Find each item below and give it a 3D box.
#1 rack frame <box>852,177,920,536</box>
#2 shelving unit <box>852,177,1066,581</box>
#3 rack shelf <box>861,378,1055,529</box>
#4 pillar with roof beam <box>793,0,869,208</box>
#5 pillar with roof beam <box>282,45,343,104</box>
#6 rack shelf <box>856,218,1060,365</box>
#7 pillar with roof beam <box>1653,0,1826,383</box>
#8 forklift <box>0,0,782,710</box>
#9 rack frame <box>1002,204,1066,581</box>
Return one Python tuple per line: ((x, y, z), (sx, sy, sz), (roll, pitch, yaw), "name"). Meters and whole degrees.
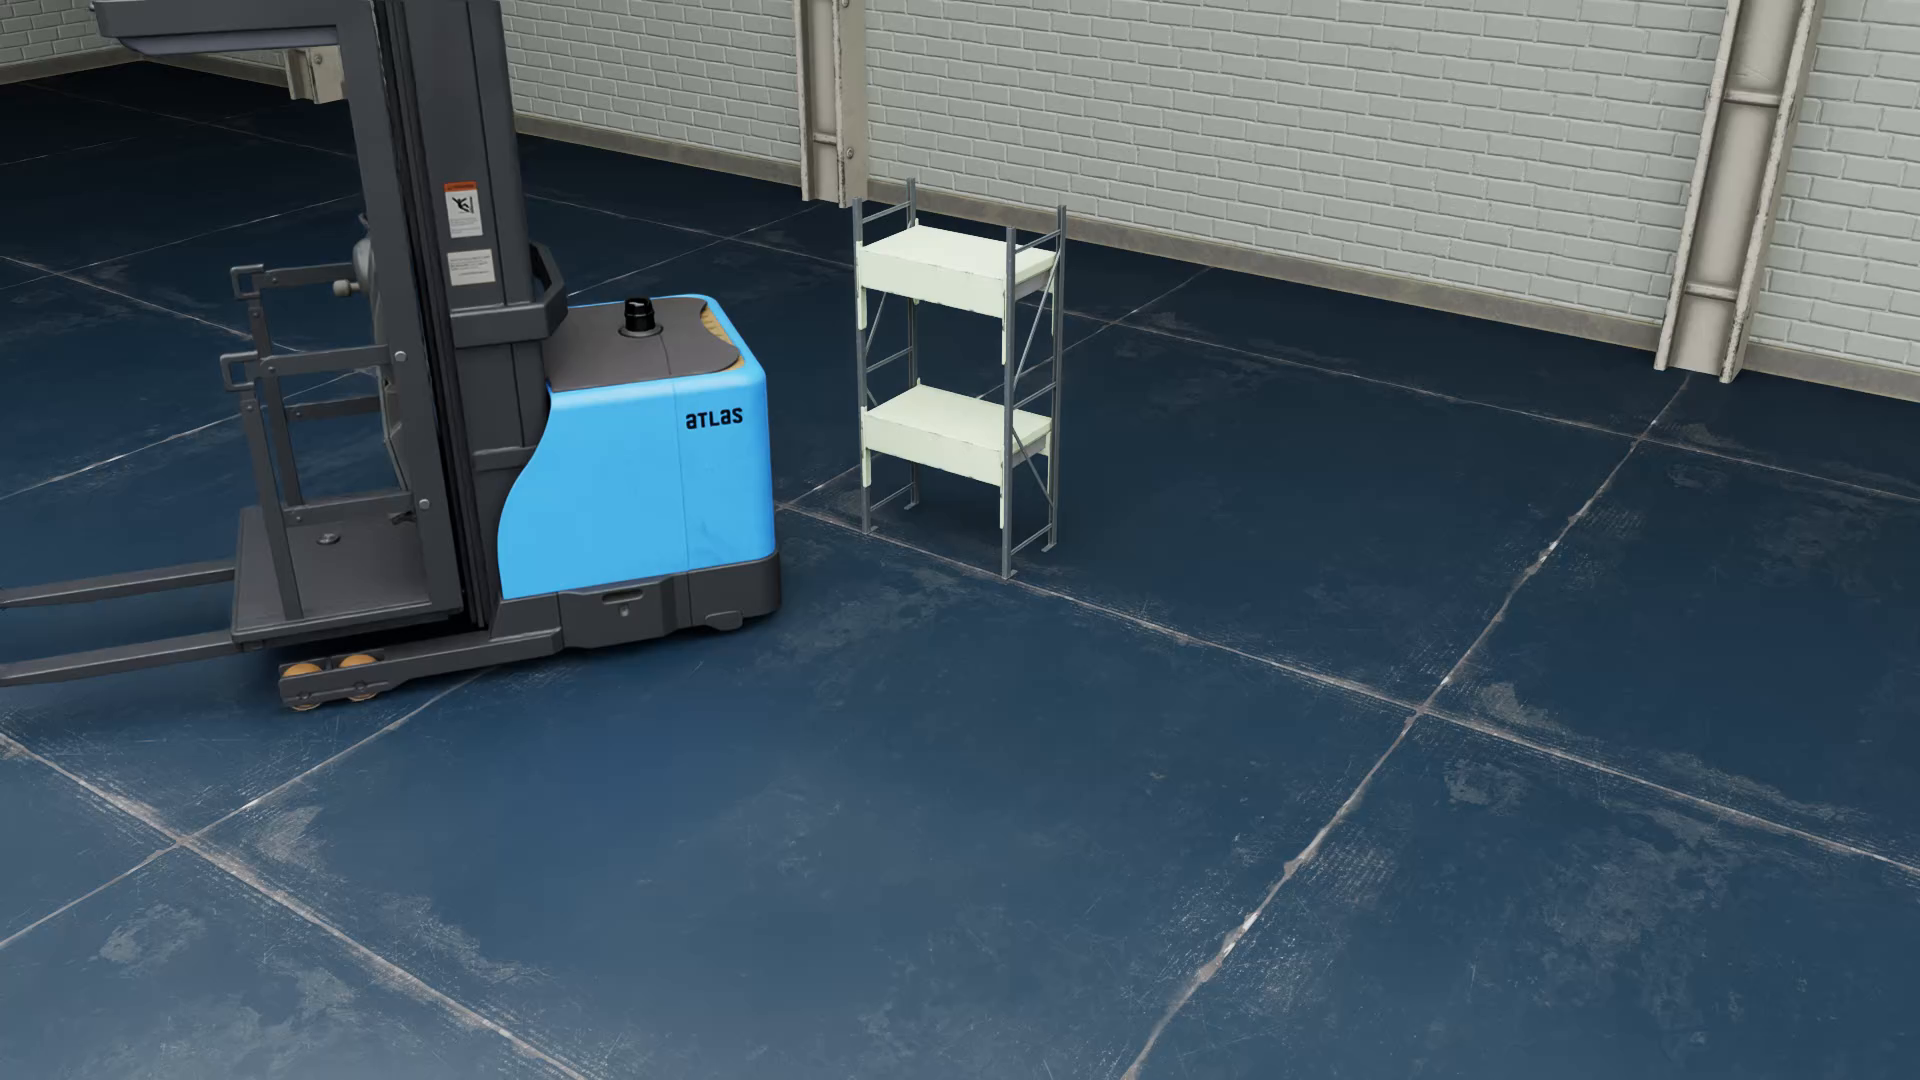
((-0.307, -0.764, 7.098), (0.023, 1.500, 0.400), (17, 32, 30), "rack frame")
((-0.006, -0.670, 6.913), (0.755, 1.500, 0.431), (17, 32, 30), "shelving unit")
((-0.006, -0.380, 7.061), (0.720, 0.370, 0.431), (17, 32, 30), "rack shelf")
((-3.342, -4.887, 6.931), (0.400, 9.000, 9.100), (17, 32, 30), "pillar with roof beam")
((-8.287, -6.427, 9.958), (0.400, 9.000, 9.100), (17, 32, 30), "pillar with roof beam")
((-0.006, -1.018, 6.736), (0.720, 0.370, 0.431), (17, 32, 30), "rack shelf")
((1.604, -3.346, 3.903), (0.400, 9.000, 9.100), (17, 32, 30), "pillar with roof beam")
((-2.280, -0.958, 5.902), (3.031, 2.935, 1.130), (-9, 28, -17), "forklift")
((0.296, -0.576, 6.729), (0.023, 1.500, 0.400), (17, 32, 30), "rack frame")
